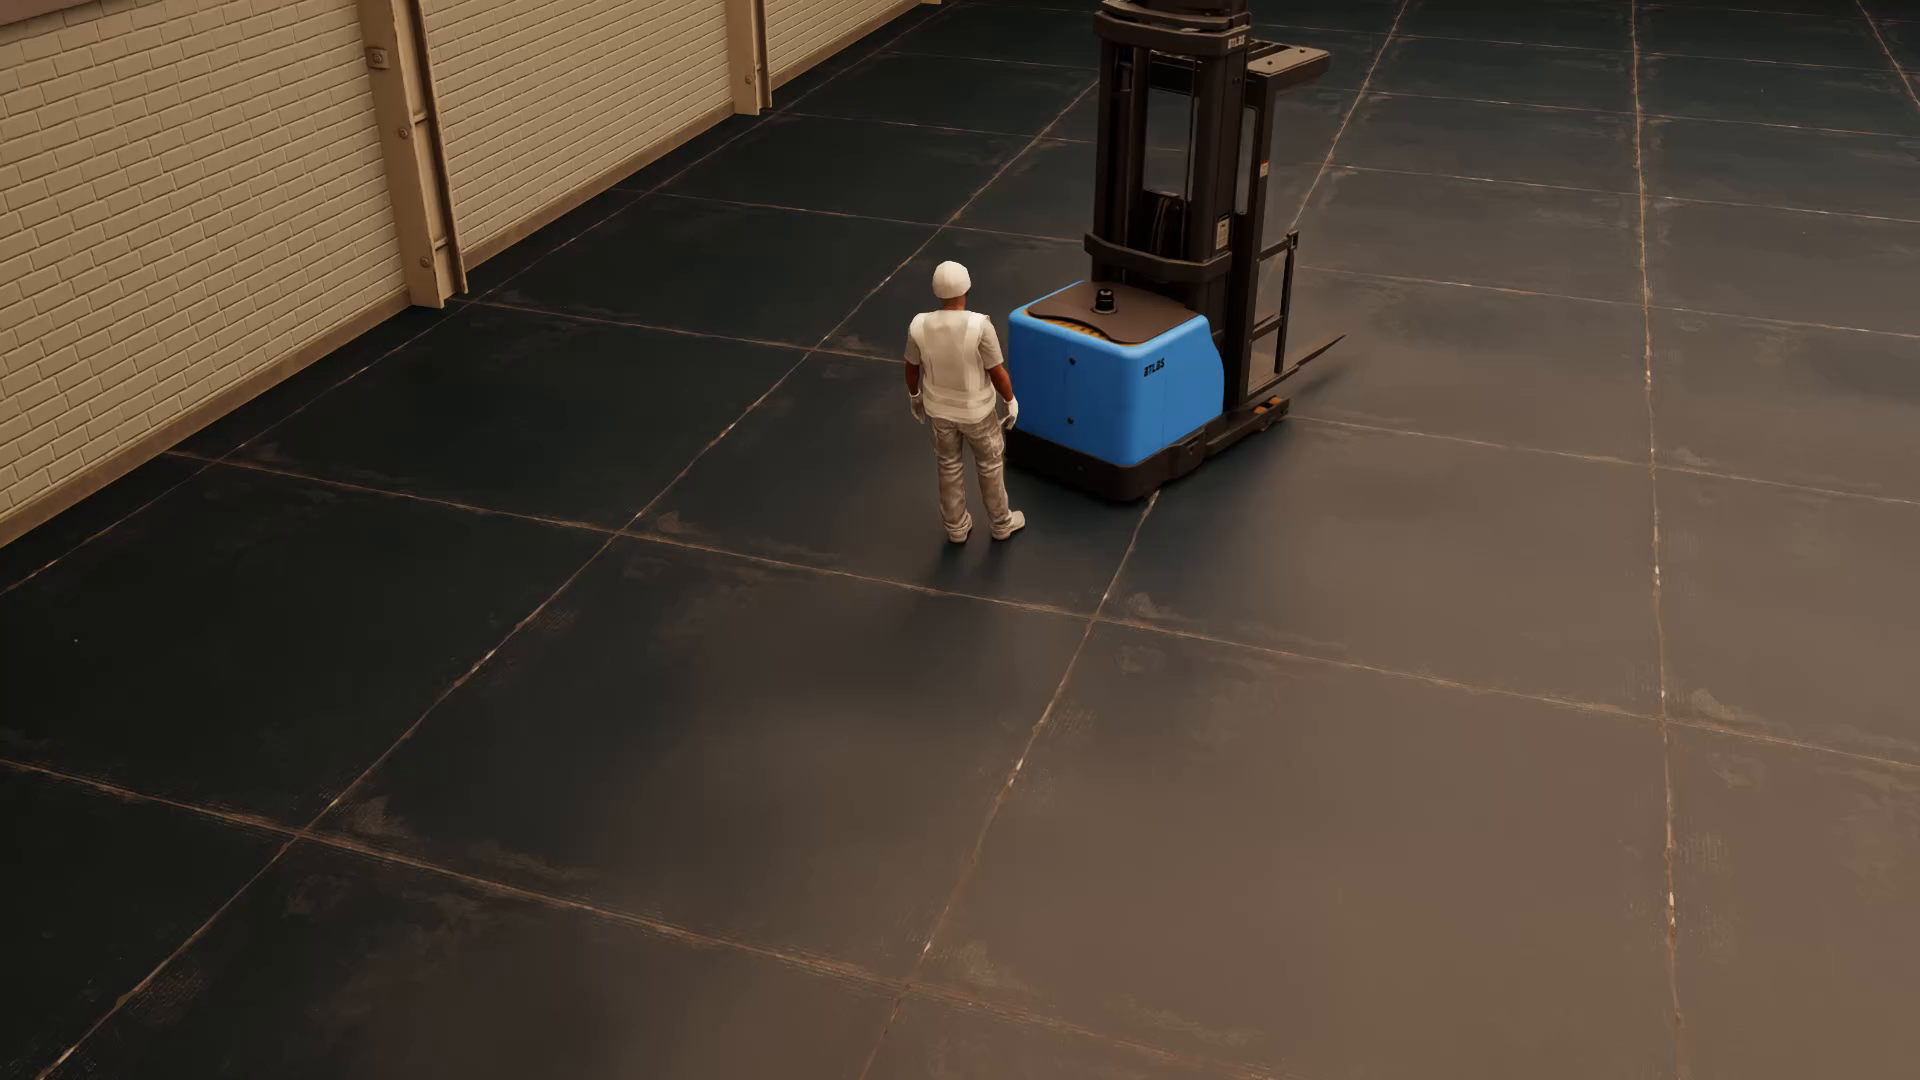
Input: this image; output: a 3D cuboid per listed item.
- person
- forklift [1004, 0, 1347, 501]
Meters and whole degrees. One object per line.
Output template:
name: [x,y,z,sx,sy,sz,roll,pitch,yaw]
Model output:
person: [0.032,-0.813,9.707,0.656,1.782,0.577,10,31,16]
forklift: [1.632,-2.168,10.939,1.130,2.935,3.031,23,37,35]
